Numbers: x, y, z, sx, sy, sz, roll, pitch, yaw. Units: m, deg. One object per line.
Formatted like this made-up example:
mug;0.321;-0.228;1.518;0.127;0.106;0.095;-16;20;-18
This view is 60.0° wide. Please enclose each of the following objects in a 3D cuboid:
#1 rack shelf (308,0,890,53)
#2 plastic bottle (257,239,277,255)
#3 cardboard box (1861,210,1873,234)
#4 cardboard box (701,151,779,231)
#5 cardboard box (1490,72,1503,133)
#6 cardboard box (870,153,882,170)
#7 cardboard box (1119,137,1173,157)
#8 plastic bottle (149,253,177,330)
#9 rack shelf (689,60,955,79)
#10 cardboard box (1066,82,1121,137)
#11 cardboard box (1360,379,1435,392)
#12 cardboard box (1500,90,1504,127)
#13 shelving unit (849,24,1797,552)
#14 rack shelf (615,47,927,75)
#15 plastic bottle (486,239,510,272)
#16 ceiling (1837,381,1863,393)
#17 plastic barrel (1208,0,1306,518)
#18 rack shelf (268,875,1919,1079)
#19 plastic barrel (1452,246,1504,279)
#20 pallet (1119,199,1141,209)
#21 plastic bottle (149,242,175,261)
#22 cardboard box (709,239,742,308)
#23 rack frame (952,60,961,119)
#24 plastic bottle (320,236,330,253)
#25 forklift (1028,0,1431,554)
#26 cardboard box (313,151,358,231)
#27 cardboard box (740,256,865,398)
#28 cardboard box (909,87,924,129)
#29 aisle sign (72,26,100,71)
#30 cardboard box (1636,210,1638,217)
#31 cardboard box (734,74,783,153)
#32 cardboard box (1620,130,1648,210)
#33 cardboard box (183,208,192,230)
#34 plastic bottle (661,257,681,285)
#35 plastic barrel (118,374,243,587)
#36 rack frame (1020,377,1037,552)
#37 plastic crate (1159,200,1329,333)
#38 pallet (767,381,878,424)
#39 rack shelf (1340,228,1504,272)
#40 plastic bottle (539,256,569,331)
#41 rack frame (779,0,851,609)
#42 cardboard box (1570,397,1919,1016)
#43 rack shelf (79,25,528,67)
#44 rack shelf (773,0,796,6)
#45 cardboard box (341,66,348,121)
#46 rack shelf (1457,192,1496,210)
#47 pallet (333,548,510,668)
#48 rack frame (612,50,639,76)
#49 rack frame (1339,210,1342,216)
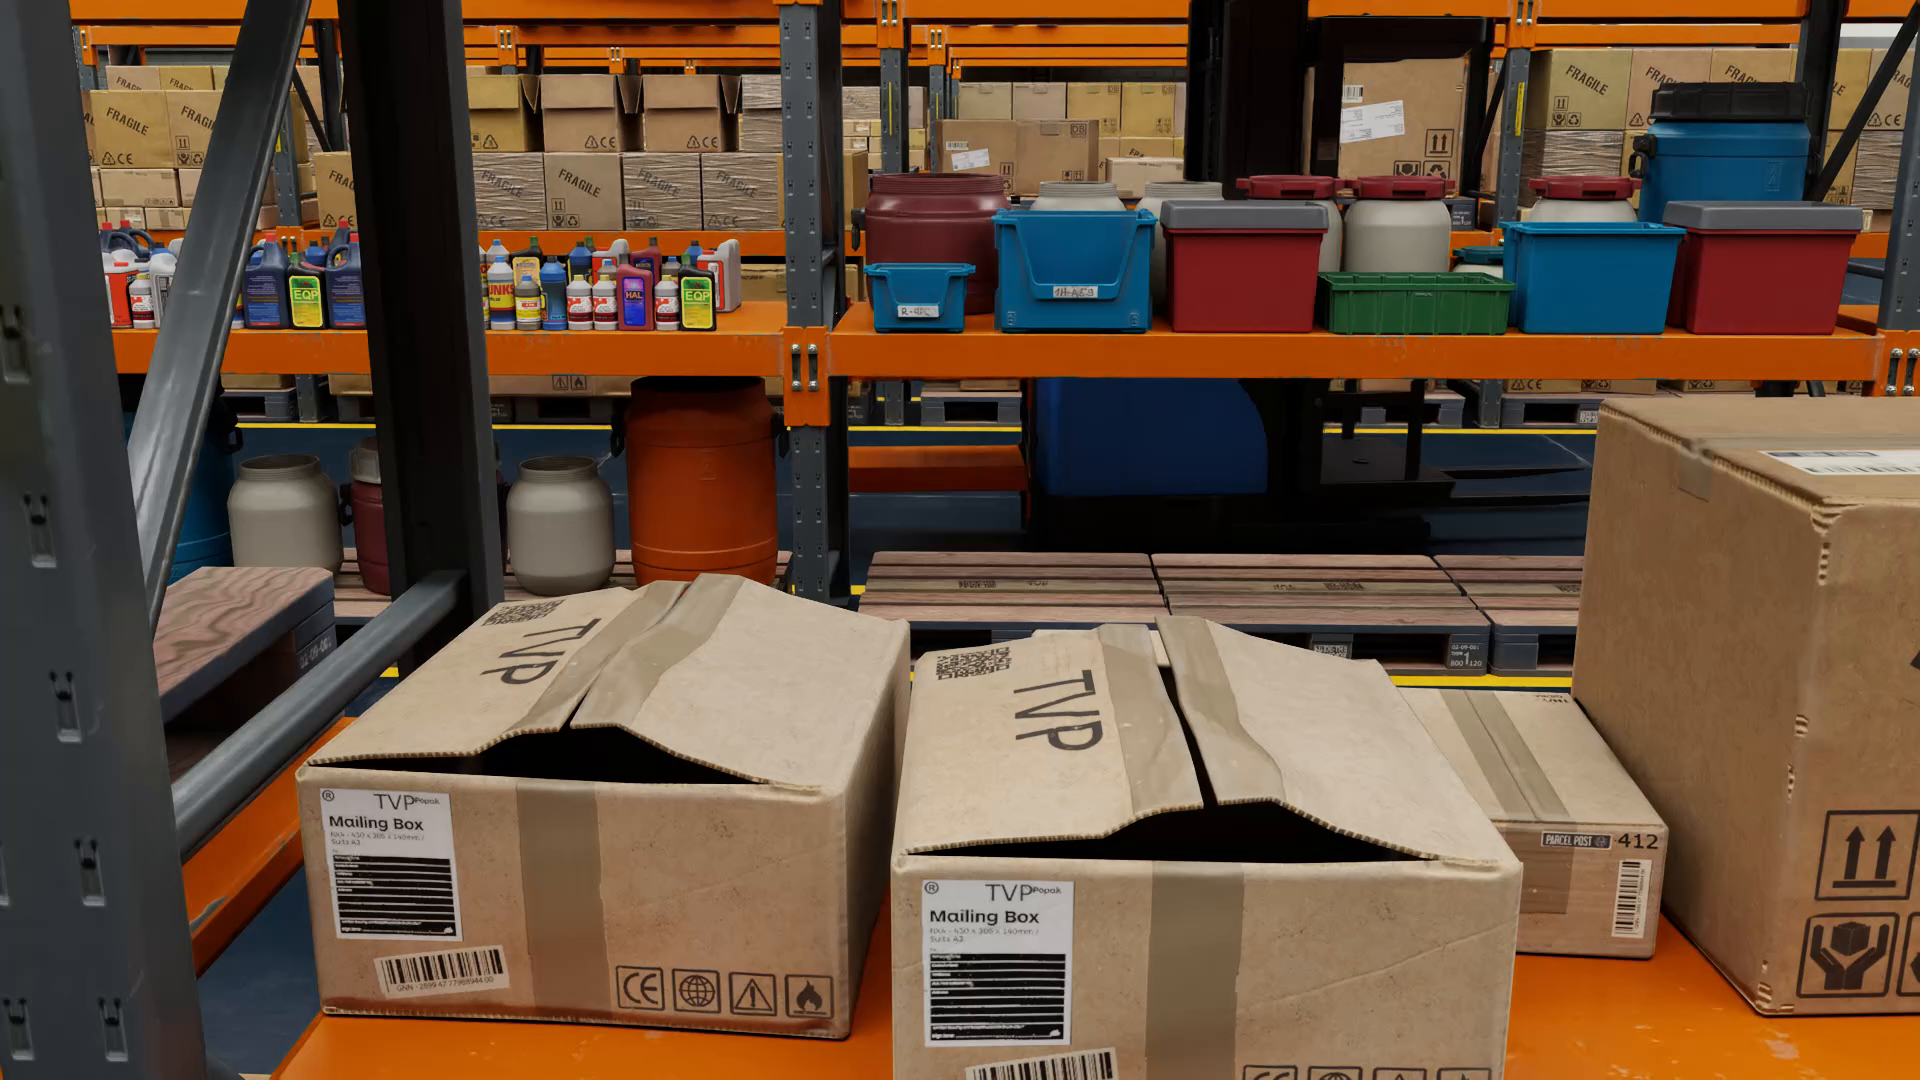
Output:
rack shelf;-2.434;-3.460;11.105;4.000;0.370;1.077;0;15;1
plastic bottle;-2.921;-1.119;6.946;0.135;0.276;0.152;0;15;1
cardboard box;5.771;-2.103;10.924;0.250;0.149;0.380;0;15;1
cardboard box;-1.432;-2.338;11.125;0.500;0.500;0.500;0;15;1
cardboard box;5.249;-4.154;15.793;0.550;0.550;0.875;0;15;1
cardboard box;-0.711;-3.576;15.685;0.250;0.149;0.380;1;15;2
cardboard box;1.746;-3.576;15.817;0.500;0.500;0.500;0;15;1
plastic bottle;0.869;-0.389;6.295;7.774;1.356;0.255;0;15;1
rack shelf;-2.057;-7.253;25.482;4.000;0.370;1.077;0;15;1
cardboard box;1.261;-4.129;15.956;0.500;0.500;0.700;0;15;1
cardboard box;2.951;-1.332;11.547;0.500;0.500;0.700;-1;15;-3
cardboard box;4.021;-3.061;11.325;0.500;0.500;0.500;0;15;1
shelving unit;6.283;-5.347;16.848;14.799;6.000;19.179;-1;15;-2
rack shelf;-2.180;-5.987;20.684;4.000;0.370;1.077;0;15;1
plastic bottle;-2.984;-1.125;6.975;2.212;0.271;0.097;0;15;1
ceiling;6.341;-1.290;11.428;0.614;0.500;0.614;0;15;1
plastic barrel;1.315;-1.516;8.154;0.517;2.708;0.905;0;15;1
rack shelf;-2.527;-3.786;8.484;11.863;4.752;15.826;0;15;1
plastic barrel;2.119;-1.036;6.659;0.301;0.262;0.301;0;15;0
pallet;1.546;-2.249;11.362;1.213;0.211;1.003;0;15;1
plastic bottle;-3.272;-1.088;6.835;0.097;0.271;0.097;0;15;0
cardboard box;-4.662;0.123;4.354;7.345;1.356;5.886;0;15;1
rack frame;-0.058;-6.138;25.724;0.127;3.000;1.000;0;15;1
plastic bottle;-2.689;-1.133;6.984;0.133;0.283;0.061;0;15;1
forklift;20.207;0.451;1.058;38.197;2.843;19.219;-1;15;-5
cardboard box;-3.979;-2.352;11.180;0.500;0.500;0.500;0;15;2
cardboard box;-1.124;-1.530;11.601;0.875;0.875;1.225;0;15;-1
cardboard box;-0.705;-5.340;20.545;0.500;0.500;0.500;0;15;0
aisle sign;-8.285;-4.842;15.716;0.004;0.787;0.394;0;15;1
cardboard box;4.522;-2.120;10.989;0.250;0.149;0.380;0;15;1
cardboard box;-1.165;-2.887;11.240;0.637;0.503;0.797;1;15;3
cardboard box;4.512;-2.480;11.080;0.500;0.500;0.875;0;15;1
cardboard box;-5.004;-2.169;11.175;0.250;0.149;0.380;1;15;3
plastic bottle;-1.198;-1.079;6.939;0.097;0.201;0.097;0;15;0
plastic barrel;-3.308;-0.284;6.825;0.708;0.901;0.600;0;15;1
rack frame;0.338;-0.538;8.175;0.032;1.125;0.500;-1;15;-2
plastic crate;1.047;-1.024;6.215;0.583;0.464;0.402;0;15;1
pallet;-1.220;-1.021;11.795;1.213;0.211;1.003;0;15;1
rack shelf;1.565;-1.984;11.389;4.000;0.370;1.077;0;15;1
plastic bottle;-1.516;-0.921;6.204;0.097;0.271;0.097;0;15;0
rack frame;-0.561;-1.082;6.559;0.127;3.000;1.000;0;15;1
cardboard box;0.987;0.140;1.733;0.500;0.500;0.500;0;15;-2
rack shelf;-6.205;-4.750;15.996;4.000;0.370;1.077;0;15;1
rack shelf;-2.560;-2.197;6.318;4.000;0.370;1.077;0;15;1
cardboard box;-5.710;-4.254;15.843;0.500;0.500;0.500;1;15;3
rack shelf;5.792;-3.222;16.082;4.000;0.370;1.077;0;15;1
pallet;-2.566;0.264;6.927;1.213;0.211;1.003;0;15;1
rack frame;-4.180;-4.898;21.025;0.127;3.000;1.000;0;15;1
rack frame;3.792;-3.583;16.040;0.127;3.000;1.000;0;15;1
